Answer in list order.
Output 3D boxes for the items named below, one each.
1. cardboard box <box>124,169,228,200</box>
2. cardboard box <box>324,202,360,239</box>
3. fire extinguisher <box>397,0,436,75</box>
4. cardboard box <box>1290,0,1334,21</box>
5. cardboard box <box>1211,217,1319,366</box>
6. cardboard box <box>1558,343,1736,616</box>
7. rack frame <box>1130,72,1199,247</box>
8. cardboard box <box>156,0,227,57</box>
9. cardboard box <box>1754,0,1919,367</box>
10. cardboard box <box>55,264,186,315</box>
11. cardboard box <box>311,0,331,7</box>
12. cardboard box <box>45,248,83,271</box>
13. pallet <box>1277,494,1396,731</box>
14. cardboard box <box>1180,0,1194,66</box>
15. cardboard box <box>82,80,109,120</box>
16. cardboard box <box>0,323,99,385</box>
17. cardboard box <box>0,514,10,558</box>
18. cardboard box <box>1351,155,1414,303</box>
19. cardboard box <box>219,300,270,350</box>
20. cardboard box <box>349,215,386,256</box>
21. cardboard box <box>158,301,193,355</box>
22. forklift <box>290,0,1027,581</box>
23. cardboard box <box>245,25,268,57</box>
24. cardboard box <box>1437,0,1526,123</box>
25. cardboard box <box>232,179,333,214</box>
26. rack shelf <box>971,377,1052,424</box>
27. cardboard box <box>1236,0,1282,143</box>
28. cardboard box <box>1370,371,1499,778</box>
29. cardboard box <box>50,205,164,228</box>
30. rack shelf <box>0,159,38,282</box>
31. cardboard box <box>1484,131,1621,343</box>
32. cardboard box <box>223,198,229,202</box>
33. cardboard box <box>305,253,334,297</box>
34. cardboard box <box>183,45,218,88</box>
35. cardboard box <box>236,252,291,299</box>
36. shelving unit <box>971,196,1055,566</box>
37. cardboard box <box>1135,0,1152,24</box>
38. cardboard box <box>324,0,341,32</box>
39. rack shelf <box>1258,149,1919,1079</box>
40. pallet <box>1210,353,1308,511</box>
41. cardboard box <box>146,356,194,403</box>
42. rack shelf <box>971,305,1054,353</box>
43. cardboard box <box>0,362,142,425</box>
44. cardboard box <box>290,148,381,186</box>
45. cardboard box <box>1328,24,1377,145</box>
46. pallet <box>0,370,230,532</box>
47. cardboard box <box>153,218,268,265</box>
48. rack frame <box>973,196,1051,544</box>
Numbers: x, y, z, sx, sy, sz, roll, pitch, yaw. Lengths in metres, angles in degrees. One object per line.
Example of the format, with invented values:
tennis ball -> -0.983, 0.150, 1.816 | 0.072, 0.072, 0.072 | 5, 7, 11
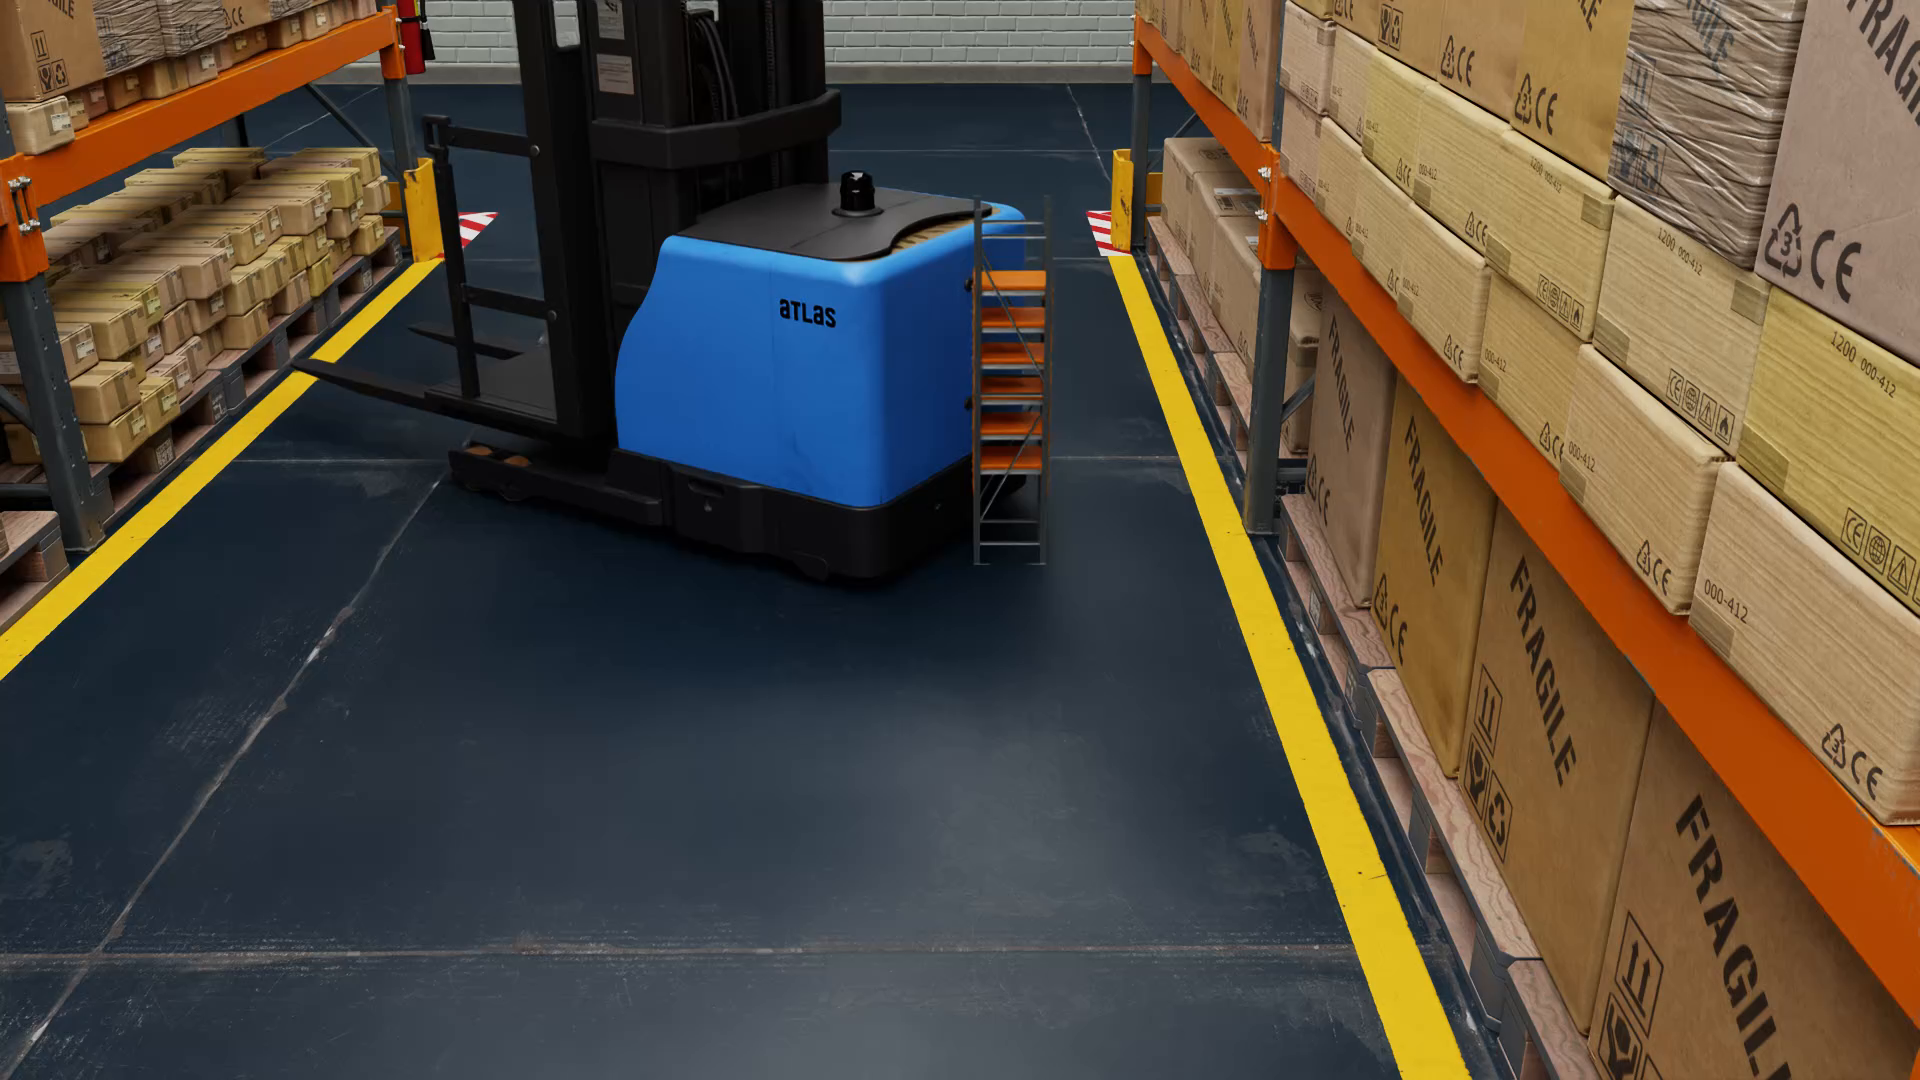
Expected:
cardboard box -> -3.831, -1.717, 8.135 | 0.380, 0.149, 0.250 | 0, 24, -1
cardboard box -> -3.196, -1.586, 8.207 | 0.380, 0.149, 0.250 | -1, 24, -3
fire extinguisher -> -3.036, -2.890, 9.045 | 0.296, 0.674, 0.183 | 0, 24, -1
cardboard box -> 1.215, -1.723, 4.585 | 0.500, 0.500, 0.500 | 0, 24, 0
cardboard box -> 1.587, -1.057, 7.046 | 0.875, 0.438, 0.875 | -1, 24, -2
cardboard box -> 1.255, -0.106, 2.525 | 0.500, 0.250, 0.500 | 0, 24, 0
rack frame -> 1.454, -3.053, 8.860 | 1.000, 3.000, 0.127 | 0, 24, -1
cardboard box -> -3.187, -2.138, 6.356 | 0.500, 0.500, 0.500 | -1, 24, -2
cardboard box -> 1.274, -0.469, 1.813 | 0.500, 0.500, 0.500 | -1, 24, -2
cardboard box -> -3.269, -0.972, 6.487 | 0.380, 0.149, 0.250 | -1, 24, -2
cardboard box -> -3.232, -2.774, 7.760 | 0.500, 0.500, 0.500 | -1, 24, -1
cardboard box -> -3.788, -1.076, 6.716 | 0.380, 0.149, 0.250 | -1, 24, -3
pallet -> 1.581, 0.184, 5.088 | 1.003, 0.211, 1.213 | 0, 24, -1
cardboard box -> 1.215, -2.275, 7.019 | 0.500, 0.500, 0.500 | 1, 24, 1
cardboard box -> -3.260, -1.560, 5.864 | 0.380, 0.149, 0.250 | -1, 24, -3
cardboard box -> -3.248, -0.647, 5.768 | 0.380, 0.149, 0.250 | 1, 24, 2
cardboard box -> -3.191, -0.089, 4.831 | 0.500, 0.500, 0.500 | -1, 24, -2
cardboard box -> 1.235, -0.729, 3.904 | 0.500, 0.250, 0.500 | 0, 24, -1
cardboard box -> -3.189, -0.919, 7.092 | 0.380, 0.149, 0.250 | -1, 24, -2
cardboard box -> -3.177, -1.560, 8.509 | 0.380, 0.149, 0.250 | 0, 24, 1
cardboard box -> -3.267, -0.835, 6.544 | 0.380, 0.149, 0.250 | -1, 24, -3
forklift -> -1.283, -1.643, 5.826 | 3.031, 2.935, 1.130 | 14, 28, 29
cardboard box -> -3.283, -2.210, 7.301 | 0.380, 0.149, 0.250 | -1, 24, -3
cardboard box -> 1.263, -1.094, 3.194 | 0.500, 0.500, 0.500 | -1, 24, -1
cardboard box -> -3.221, -1.618, 7.916 | 0.380, 0.149, 0.250 | -1, 24, -3
rack shelf -> 0.166, -0.458, 5.414 | 0.258, 0.103, 0.180 | 0, 24, 0
cardboard box -> 1.237, -1.640, 5.615 | 0.500, 0.500, 0.500 | 0, 24, 0
cardboard box -> 1.602, 0.000, 4.180 | 0.875, 0.875, 0.875 | 0, 24, 1
cardboard box -> -3.795, -1.393, 7.417 | 0.380, 0.149, 0.250 | 0, 24, 0
rack shelf -> -3.430, -0.189, 3.400 | 1.077, 0.370, 4.000 | 0, 24, -1
cardboard box -> 1.246, -0.536, 2.871 | 0.500, 0.250, 0.500 | -1, 24, -2
cardboard box -> -3.708, -1.586, 8.206 | 0.380, 0.149, 0.250 | 0, 24, 0
cardboard box -> -3.179, -1.244, 7.810 | 0.380, 0.149, 0.250 | -1, 24, -3
cardboard box -> -3.190, -1.887, 6.587 | 0.380, 0.149, 0.250 | 1, 24, 2
cardboard box -> -3.163, -1.154, 7.251 | 0.380, 0.149, 0.250 | 0, 24, 0
shelving unit -> 0.166, -0.498, 5.396 | 0.258, 1.200, 0.189 | 0, 24, 0
cardboard box -> 1.172, -2.899, 8.399 | 0.500, 0.500, 0.500 | 0, 24, -1
cardboard box -> -3.226, -2.535, 8.021 | 0.380, 0.149, 0.250 | 0, 24, -1
rack shelf -> 1.519, -0.253, 3.541 | 1.077, 0.370, 4.000 | 0, 24, -1
pallet -> 1.567, -0.448, 6.484 | 1.003, 0.211, 1.213 | 0, 24, -1
cardboard box -> -3.192, -0.596, 6.378 | 0.380, 0.149, 0.250 | 0, 24, -1
rack shelf -> 0.166, -0.677, 5.315 | 0.258, 0.103, 0.180 | 0, 24, 0
cardboard box -> -3.135, -0.519, 5.847 | 0.380, 0.149, 0.250 | 1, 24, 2
cardboard box -> -3.236, -1.935, 8.617 | 0.380, 0.149, 0.250 | 0, 24, 0
cardboard box -> 1.254, -1.167, 4.265 | 0.500, 0.250, 0.500 | 0, 24, 0
pallet -> -3.494, -0.347, 6.260 | 1.003, 0.211, 1.213 | 0, 24, -1
cardboard box -> -3.239, -1.291, 7.192 | 0.380, 0.149, 0.250 | 0, 24, 0
rack frame -> 0.165, -0.536, 5.479 | 0.240, 1.200, 0.006 | 0, 24, 0
